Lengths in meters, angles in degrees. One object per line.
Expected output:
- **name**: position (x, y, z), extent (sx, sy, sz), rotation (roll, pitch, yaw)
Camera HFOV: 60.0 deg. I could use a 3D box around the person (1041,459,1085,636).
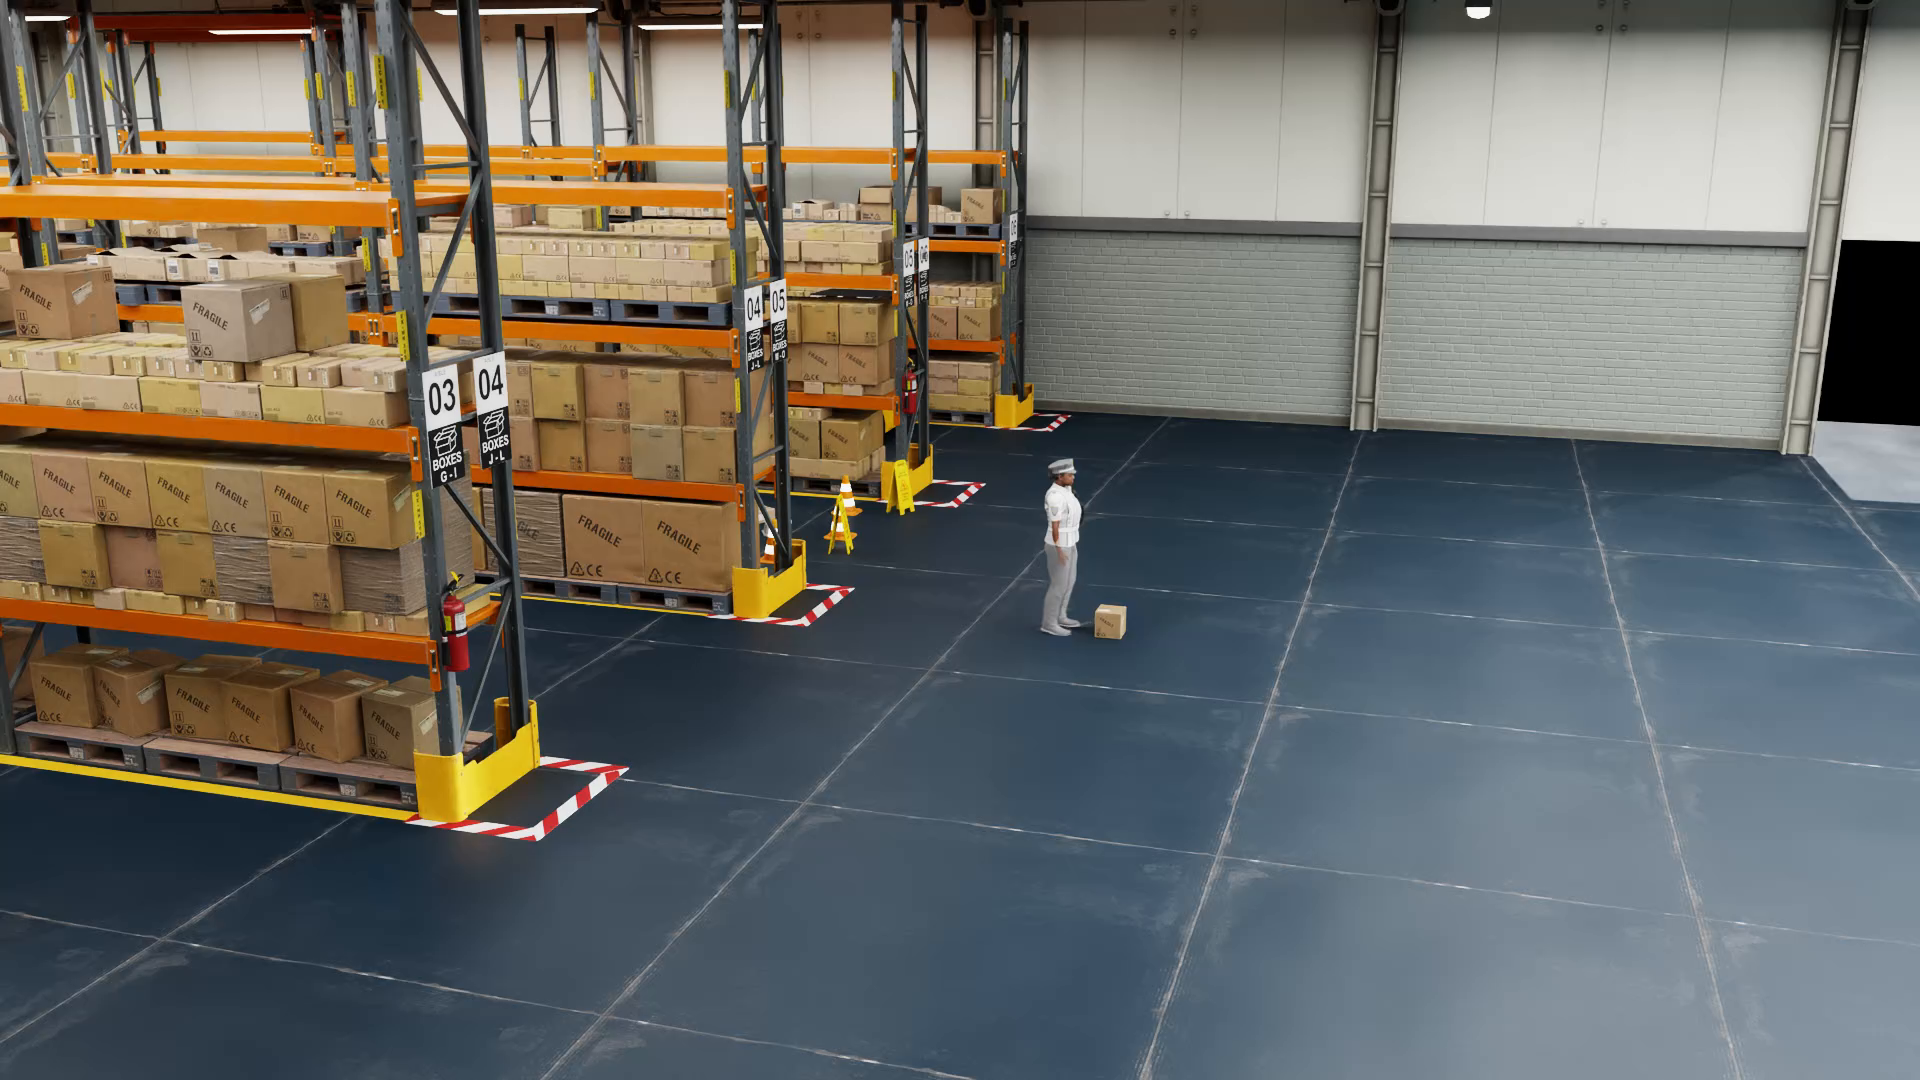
- **person**: position (0.978, 0.055, 15.746), extent (0.340, 1.688, 0.436), rotation (5, 16, 17)
